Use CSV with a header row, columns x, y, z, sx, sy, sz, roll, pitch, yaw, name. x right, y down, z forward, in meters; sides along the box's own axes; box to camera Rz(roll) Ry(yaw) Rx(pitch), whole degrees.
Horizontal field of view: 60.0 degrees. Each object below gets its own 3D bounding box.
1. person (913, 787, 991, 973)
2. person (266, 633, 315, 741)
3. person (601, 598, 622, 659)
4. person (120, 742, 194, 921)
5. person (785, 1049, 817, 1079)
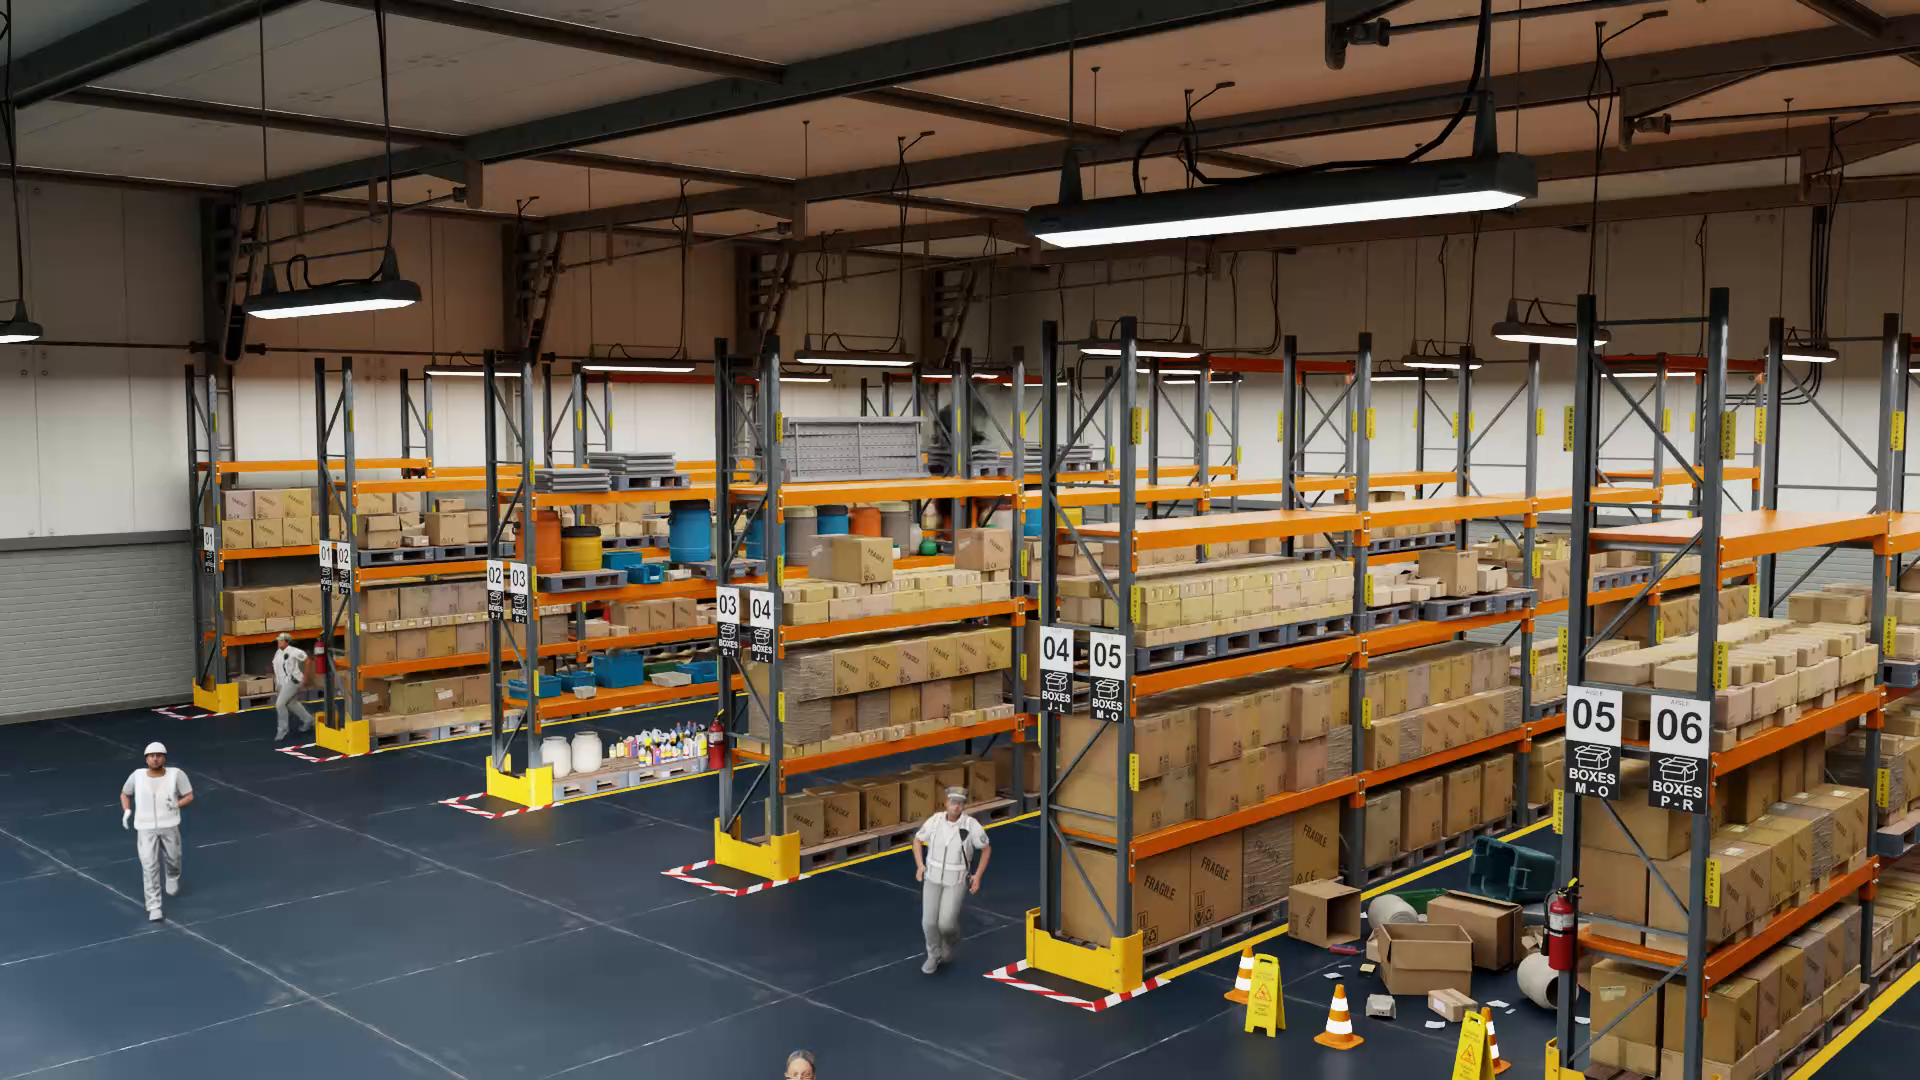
x,y,z,sx,sy,sz,roll,pitch,yaw,name
-0.095,3.131,15.388,0.731,1.733,0.537,1,4,13,person
-10.675,2.319,26.570,0.616,1.706,0.819,3,6,38,person
-6.502,1.932,31.226,0.640,1.799,0.801,4,6,42,person
-8.278,2.963,17.166,0.696,1.763,0.941,-2,5,-23,person
-0.899,3.651,9.304,0.581,1.596,0.681,0,4,-2,person
